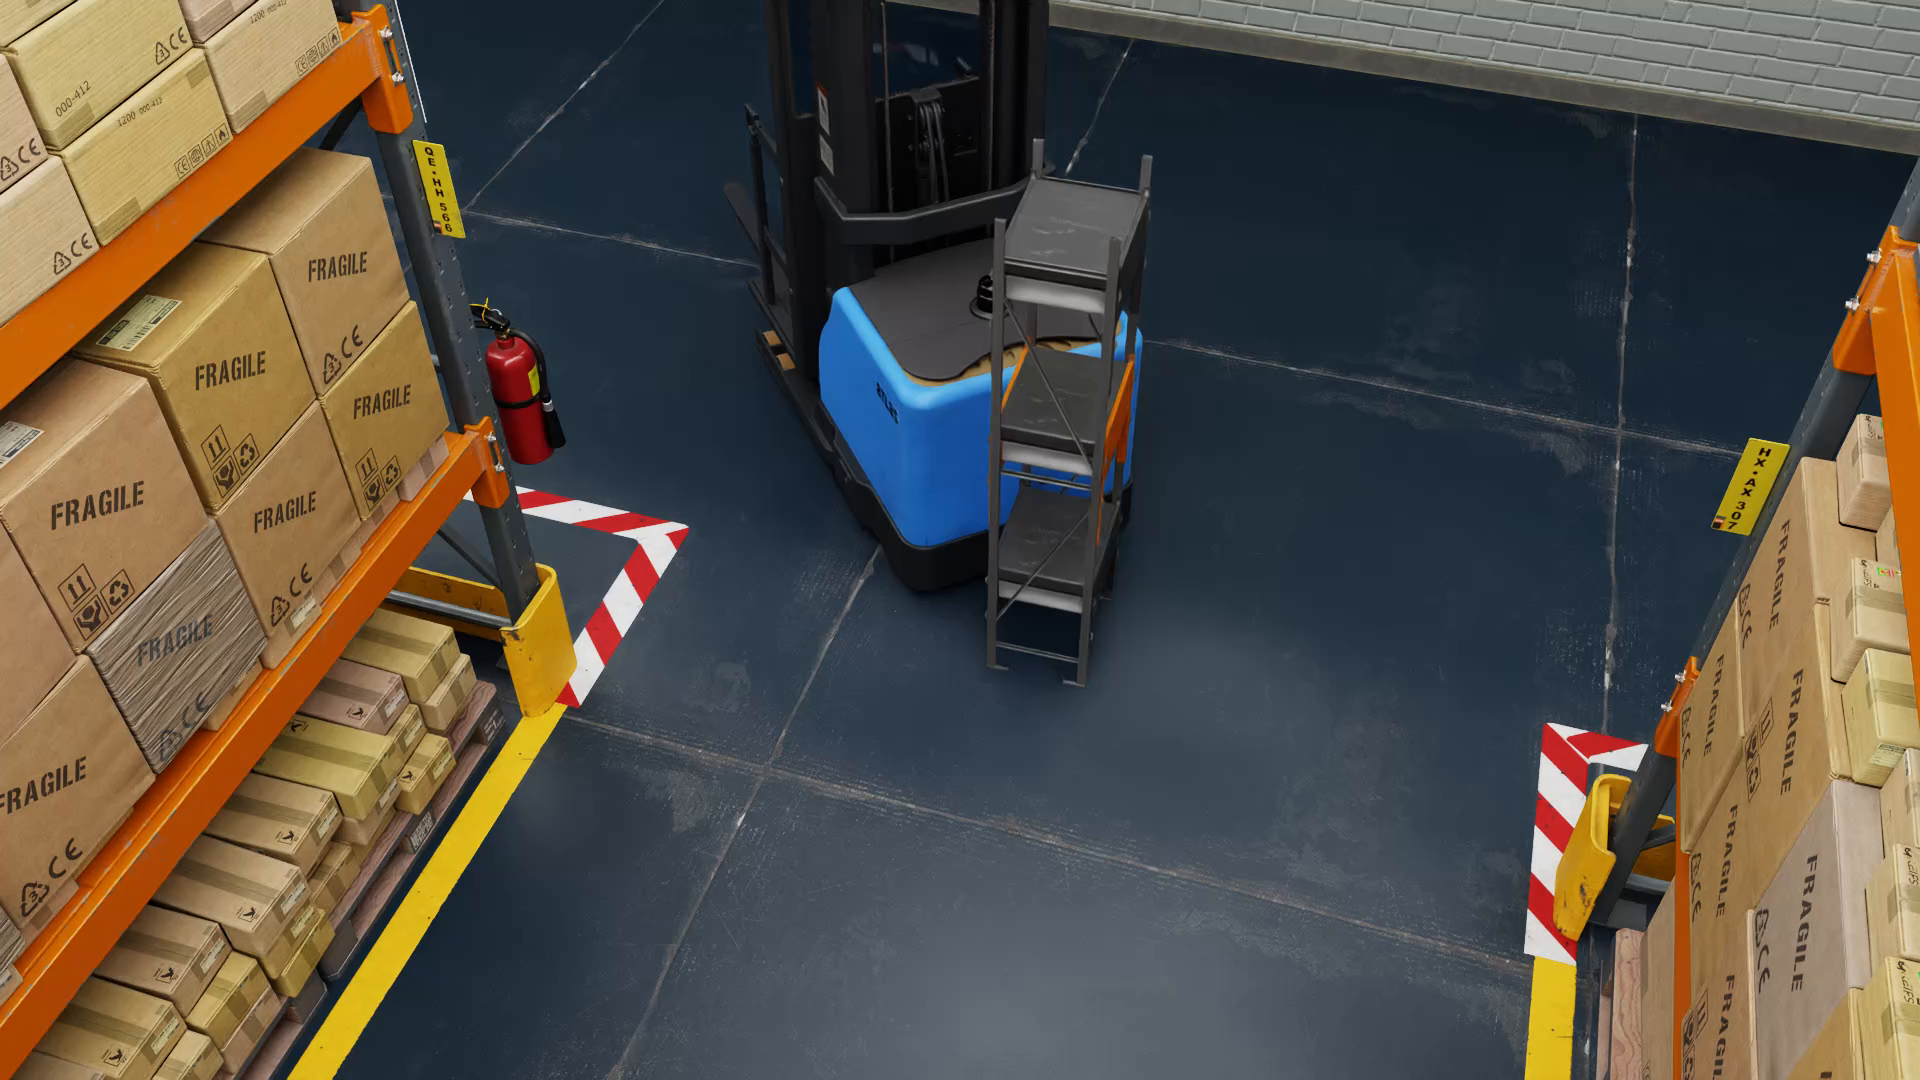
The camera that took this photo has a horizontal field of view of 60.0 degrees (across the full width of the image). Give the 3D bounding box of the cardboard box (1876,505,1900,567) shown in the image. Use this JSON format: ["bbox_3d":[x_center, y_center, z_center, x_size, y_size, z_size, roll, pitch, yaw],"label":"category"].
[{"bbox_3d":[2.268,0.062,3.691,0.380,0.149,0.250,14,46,13],"label":"cardboard box"}]

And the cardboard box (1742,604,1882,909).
[{"bbox_3d":[2.084,0.531,3.675,0.500,0.500,0.500,11,46,11],"label":"cardboard box"}]

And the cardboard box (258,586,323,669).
[{"bbox_3d":[-2.155,0.208,4.971,0.380,0.149,0.250,14,46,14],"label":"cardboard box"}]

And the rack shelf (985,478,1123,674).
[{"bbox_3d":[0.368,0.138,6.527,0.431,0.518,0.480,11,46,11],"label":"rack shelf"}]

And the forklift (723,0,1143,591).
[{"bbox_3d":[-0.328,-1.881,6.975,1.130,2.935,3.031,-17,47,-17],"label":"forklift"}]

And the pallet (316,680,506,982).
[{"bbox_3d":[-2.400,0.919,6.059,1.003,0.211,1.213,13,46,13],"label":"pallet"}]

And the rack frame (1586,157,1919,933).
[{"bbox_3d":[2.651,0.319,4.678,1.000,3.000,0.127,13,46,13],"label":"rack frame"}]

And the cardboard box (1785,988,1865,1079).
[{"bbox_3d":[1.785,1.209,2.983,0.500,0.500,0.500,13,46,13],"label":"cardboard box"}]

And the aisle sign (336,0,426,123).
[{"bbox_3d":[-1.790,-1.576,4.757,0.394,0.787,0.004,13,46,13],"label":"aisle sign"}]

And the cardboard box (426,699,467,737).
[{"bbox_3d":[-2.058,0.602,6.127,0.380,0.149,0.250,13,46,13],"label":"cardboard box"}]

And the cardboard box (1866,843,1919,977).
[{"bbox_3d":[1.872,0.734,3.004,0.380,0.149,0.250,13,46,13],"label":"cardboard box"}]

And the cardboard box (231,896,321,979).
[{"bbox_3d":[-2.286,1.207,5.296,0.380,0.149,0.250,13,46,13],"label":"cardboard box"}]

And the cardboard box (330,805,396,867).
[{"bbox_3d":[-2.202,0.952,5.769,0.380,0.149,0.250,12,46,12],"label":"cardboard box"}]

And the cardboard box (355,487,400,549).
[{"bbox_3d":[-2.038,-0.137,5.324,0.380,0.149,0.250,12,46,12],"label":"cardboard box"}]

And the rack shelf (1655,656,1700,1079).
[{"bbox_3d":[2.045,1.909,3.568,1.077,0.370,4.000,13,46,13],"label":"rack shelf"}]

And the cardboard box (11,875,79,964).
[{"bbox_3d":[-2.522,0.898,4.266,0.380,0.149,0.250,14,46,14],"label":"cardboard box"}]

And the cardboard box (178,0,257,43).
[{"bbox_3d":[-1.995,-1.498,4.141,0.500,0.250,0.500,11,45,11],"label":"cardboard box"}]

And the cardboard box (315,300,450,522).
[{"bbox_3d":[-1.988,-0.450,5.180,0.500,0.500,0.500,13,46,13],"label":"cardboard box"}]

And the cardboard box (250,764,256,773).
[{"bbox_3d":[-2.628,0.748,5.766,0.380,0.149,0.250,13,46,13],"label":"cardboard box"}]

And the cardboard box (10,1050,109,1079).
[{"bbox_3d":[-2.622,1.594,4.688,0.380,0.149,0.250,11,45,11],"label":"cardboard box"}]

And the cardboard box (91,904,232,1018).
[{"bbox_3d":[-2.457,1.258,5.032,0.380,0.149,0.250,11,45,11],"label":"cardboard box"}]

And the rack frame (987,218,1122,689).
[{"bbox_3d":[0.301,-0.208,5.860,0.400,2.100,0.015,11,46,11],"label":"rack frame"}]

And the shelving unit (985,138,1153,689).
[{"bbox_3d":[0.368,-0.372,6.028,0.431,2.100,0.503,11,46,11],"label":"shelving unit"}]

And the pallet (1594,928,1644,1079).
[{"bbox_3d":[2.483,1.865,5.092,1.003,0.211,1.213,13,46,13],"label":"pallet"}]

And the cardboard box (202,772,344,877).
[{"bbox_3d":[-2.244,0.915,5.382,0.380,0.149,0.250,11,45,11],"label":"cardboard box"}]

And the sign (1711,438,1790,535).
[{"bbox_3d":[2.123,-0.140,4.472,0.100,0.325,0.005,13,46,13],"label":"sign"}]

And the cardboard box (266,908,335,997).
[{"bbox_3d":[-2.282,1.303,5.411,0.380,0.149,0.250,11,45,11],"label":"cardboard box"}]

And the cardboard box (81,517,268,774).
[{"bbox_3d":[-2.294,0.232,4.483,0.500,0.500,0.500,13,46,13],"label":"cardboard box"}]

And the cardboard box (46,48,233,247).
[{"bbox_3d":[-2.131,-0.980,3.968,0.500,0.250,0.500,13,46,13],"label":"cardboard box"}]

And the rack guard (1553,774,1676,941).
[{"bbox_3d":[2.658,1.196,5.569,1.175,0.500,0.348,13,46,13],"label":"rack guard"}]

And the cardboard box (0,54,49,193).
[{"bbox_3d":[-2.306,-0.816,3.444,0.500,0.250,0.500,13,46,13],"label":"cardboard box"}]

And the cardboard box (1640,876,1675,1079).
[{"bbox_3d":[2.546,1.546,4.956,0.875,0.438,0.875,11,45,11],"label":"cardboard box"}]

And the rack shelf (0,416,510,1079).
[{"bbox_3d":[-2.703,0.928,4.570,1.077,0.370,4.000,13,46,13],"label":"rack shelf"}]

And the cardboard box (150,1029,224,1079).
[{"bbox_3d":[-2.438,1.564,4.932,0.380,0.149,0.250,13,46,13],"label":"cardboard box"}]

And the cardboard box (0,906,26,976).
[{"bbox_3d":[-2.589,0.926,3.774,0.500,0.500,0.500,12,46,12],"label":"cardboard box"}]

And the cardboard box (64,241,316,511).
[{"bbox_3d":[-2.153,-0.466,4.482,0.500,0.500,0.500,11,45,11],"label":"cardboard box"}]

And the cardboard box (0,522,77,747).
[{"bbox_3d":[-2.459,0.236,3.764,0.500,0.500,0.500,11,45,11],"label":"cardboard box"}]

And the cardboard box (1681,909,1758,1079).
[{"bbox_3d":[1.934,1.221,3.685,0.500,0.500,0.500,12,46,12],"label":"cardboard box"}]

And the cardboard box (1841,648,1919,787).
[{"bbox_3d":[2.017,0.390,3.356,0.380,0.149,0.250,11,45,11],"label":"cardboard box"}]

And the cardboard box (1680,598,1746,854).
[{"bbox_3d":[2.232,0.542,4.379,0.500,0.500,0.500,12,46,12],"label":"cardboard box"}]

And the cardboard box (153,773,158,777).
[{"bbox_3d":[-2.401,0.545,4.627,0.380,0.149,0.250,11,45,11],"label":"cardboard box"}]

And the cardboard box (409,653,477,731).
[{"bbox_3d":[-1.986,0.513,6.006,0.380,0.149,0.250,11,46,11],"label":"cardboard box"}]

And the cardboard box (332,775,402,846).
[{"bbox_3d":[-2.141,0.859,5.651,0.380,0.149,0.250,11,45,11],"label":"cardboard box"}]

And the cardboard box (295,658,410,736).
[{"bbox_3d":[-2.147,0.556,5.749,0.380,0.149,0.250,13,46,13],"label":"cardboard box"}]
